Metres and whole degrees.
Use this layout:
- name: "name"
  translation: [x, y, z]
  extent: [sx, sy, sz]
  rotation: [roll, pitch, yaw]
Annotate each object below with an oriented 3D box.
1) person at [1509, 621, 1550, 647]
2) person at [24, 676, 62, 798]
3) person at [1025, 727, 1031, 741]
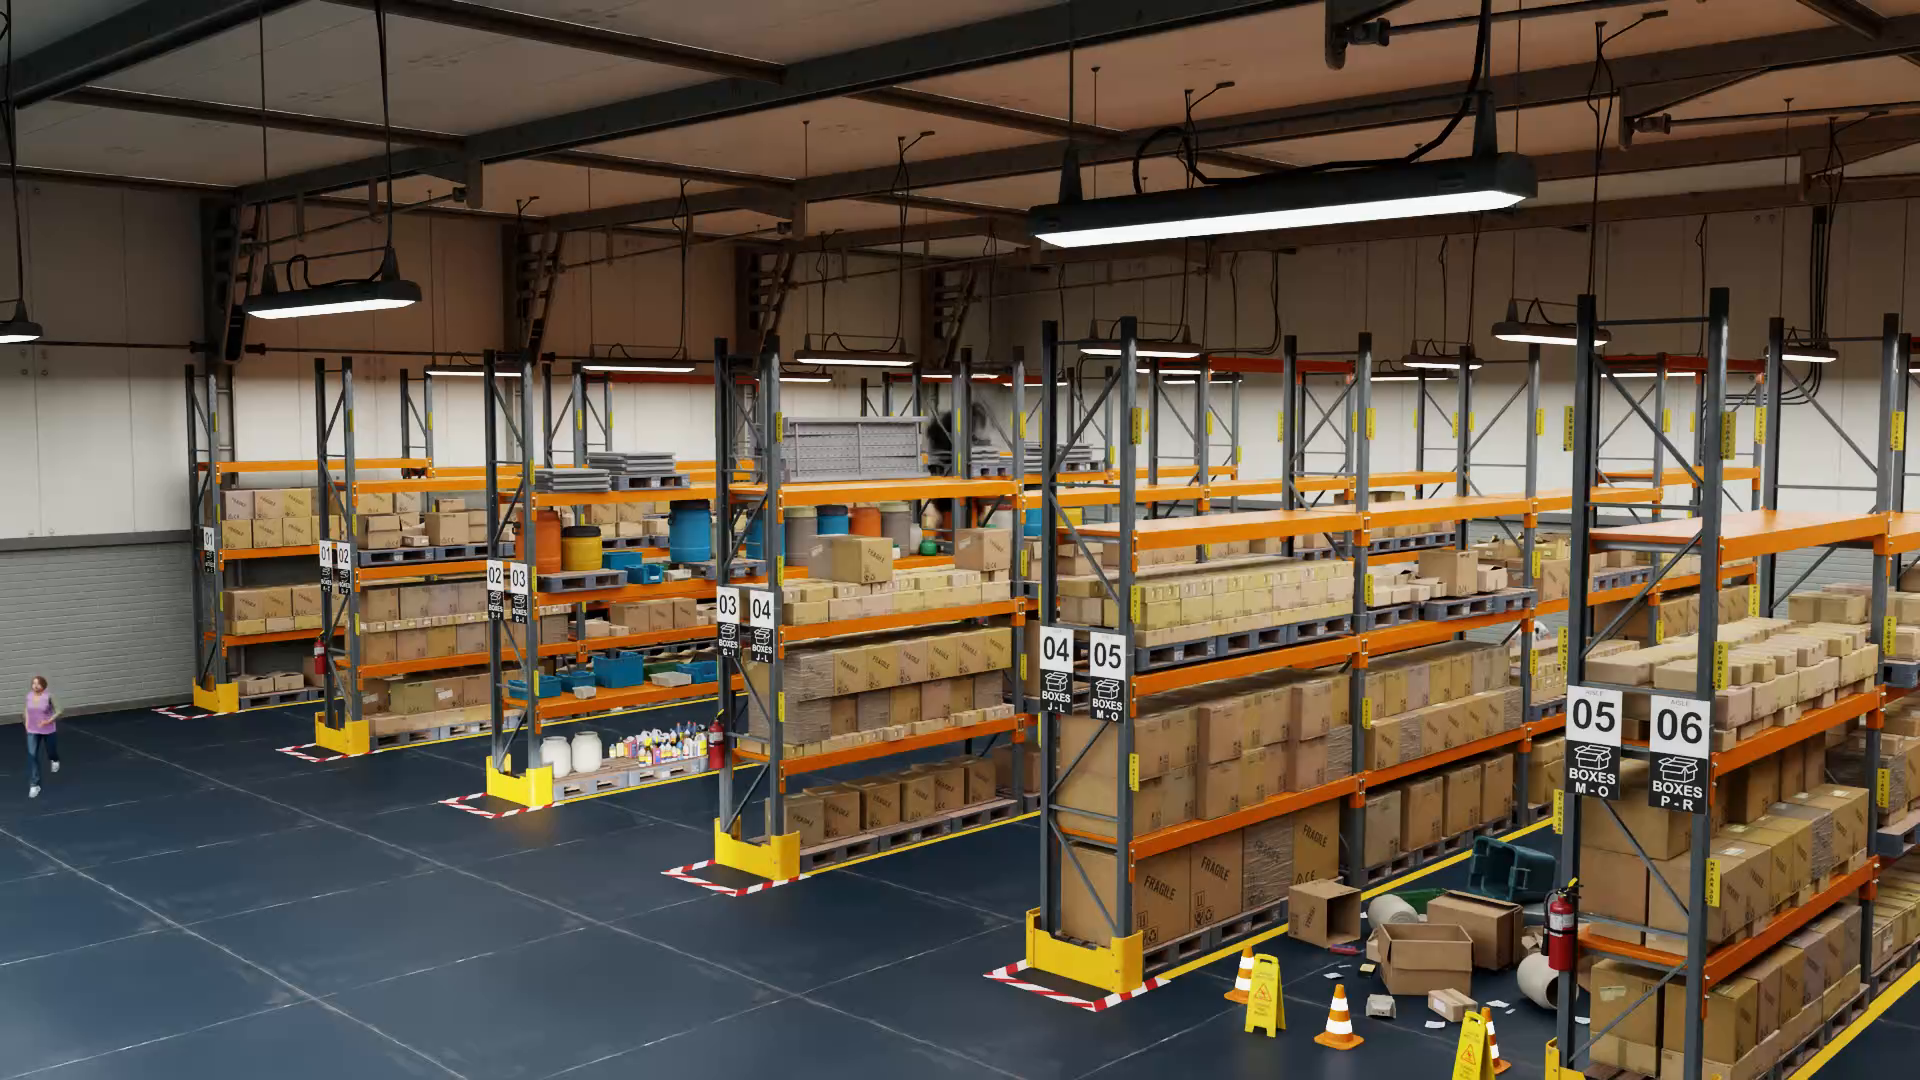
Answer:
- name: "person"
  translation: [9.993, 2.064, 29.236]
  extent: [0.673, 1.803, 0.683]
  rotation: [2, 5, 24]
- name: "person"
  translation: [-12.556, 2.642, 22.777]
  extent: [0.509, 1.593, 1.017]
  rotation: [-1, 5, -17]
- name: "person"
  translation: [0.846, 2.413, 25.066]
  extent: [0.689, 1.741, 0.833]
  rotation: [3, 5, 36]
